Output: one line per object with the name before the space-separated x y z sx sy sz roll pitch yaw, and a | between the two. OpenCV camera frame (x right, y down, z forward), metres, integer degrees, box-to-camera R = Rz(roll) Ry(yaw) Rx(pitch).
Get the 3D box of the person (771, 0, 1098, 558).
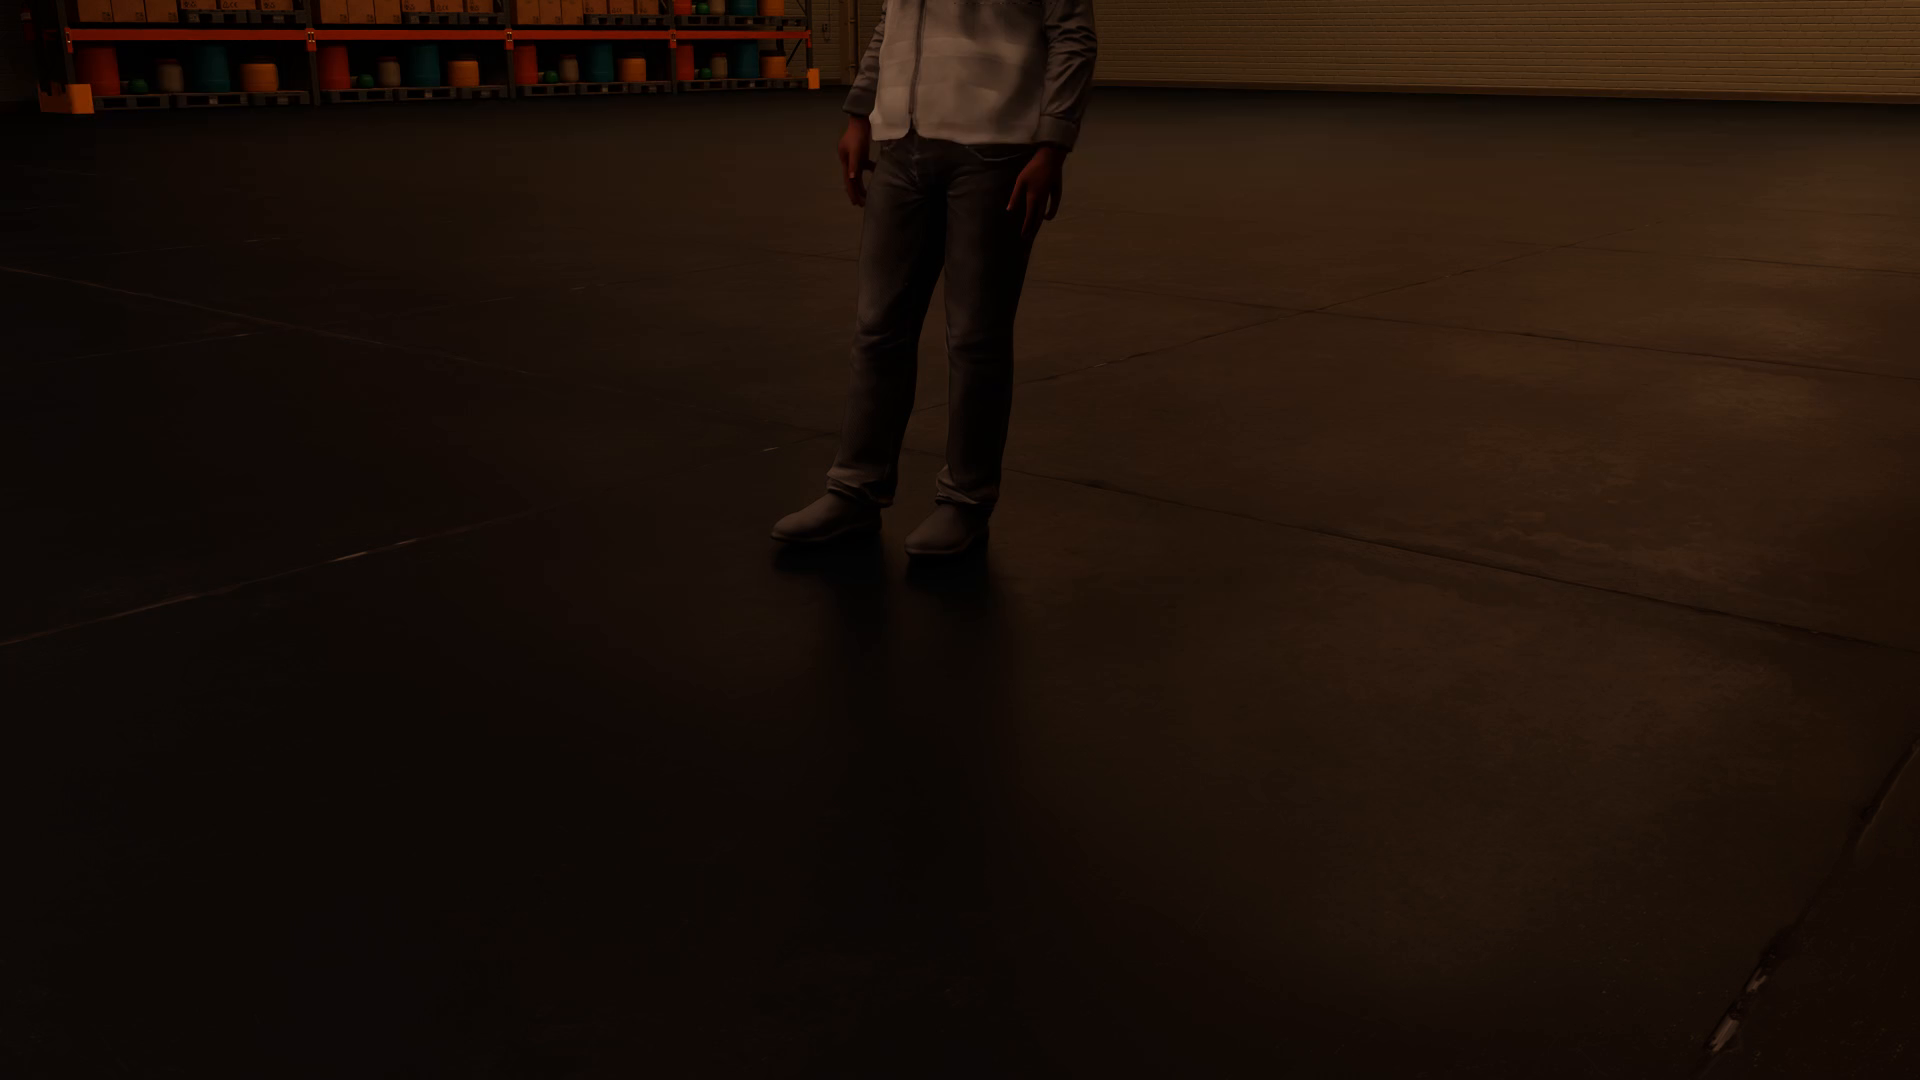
person | -0.046 -0.843 3.640 0.633 1.775 0.566 13 21 37
